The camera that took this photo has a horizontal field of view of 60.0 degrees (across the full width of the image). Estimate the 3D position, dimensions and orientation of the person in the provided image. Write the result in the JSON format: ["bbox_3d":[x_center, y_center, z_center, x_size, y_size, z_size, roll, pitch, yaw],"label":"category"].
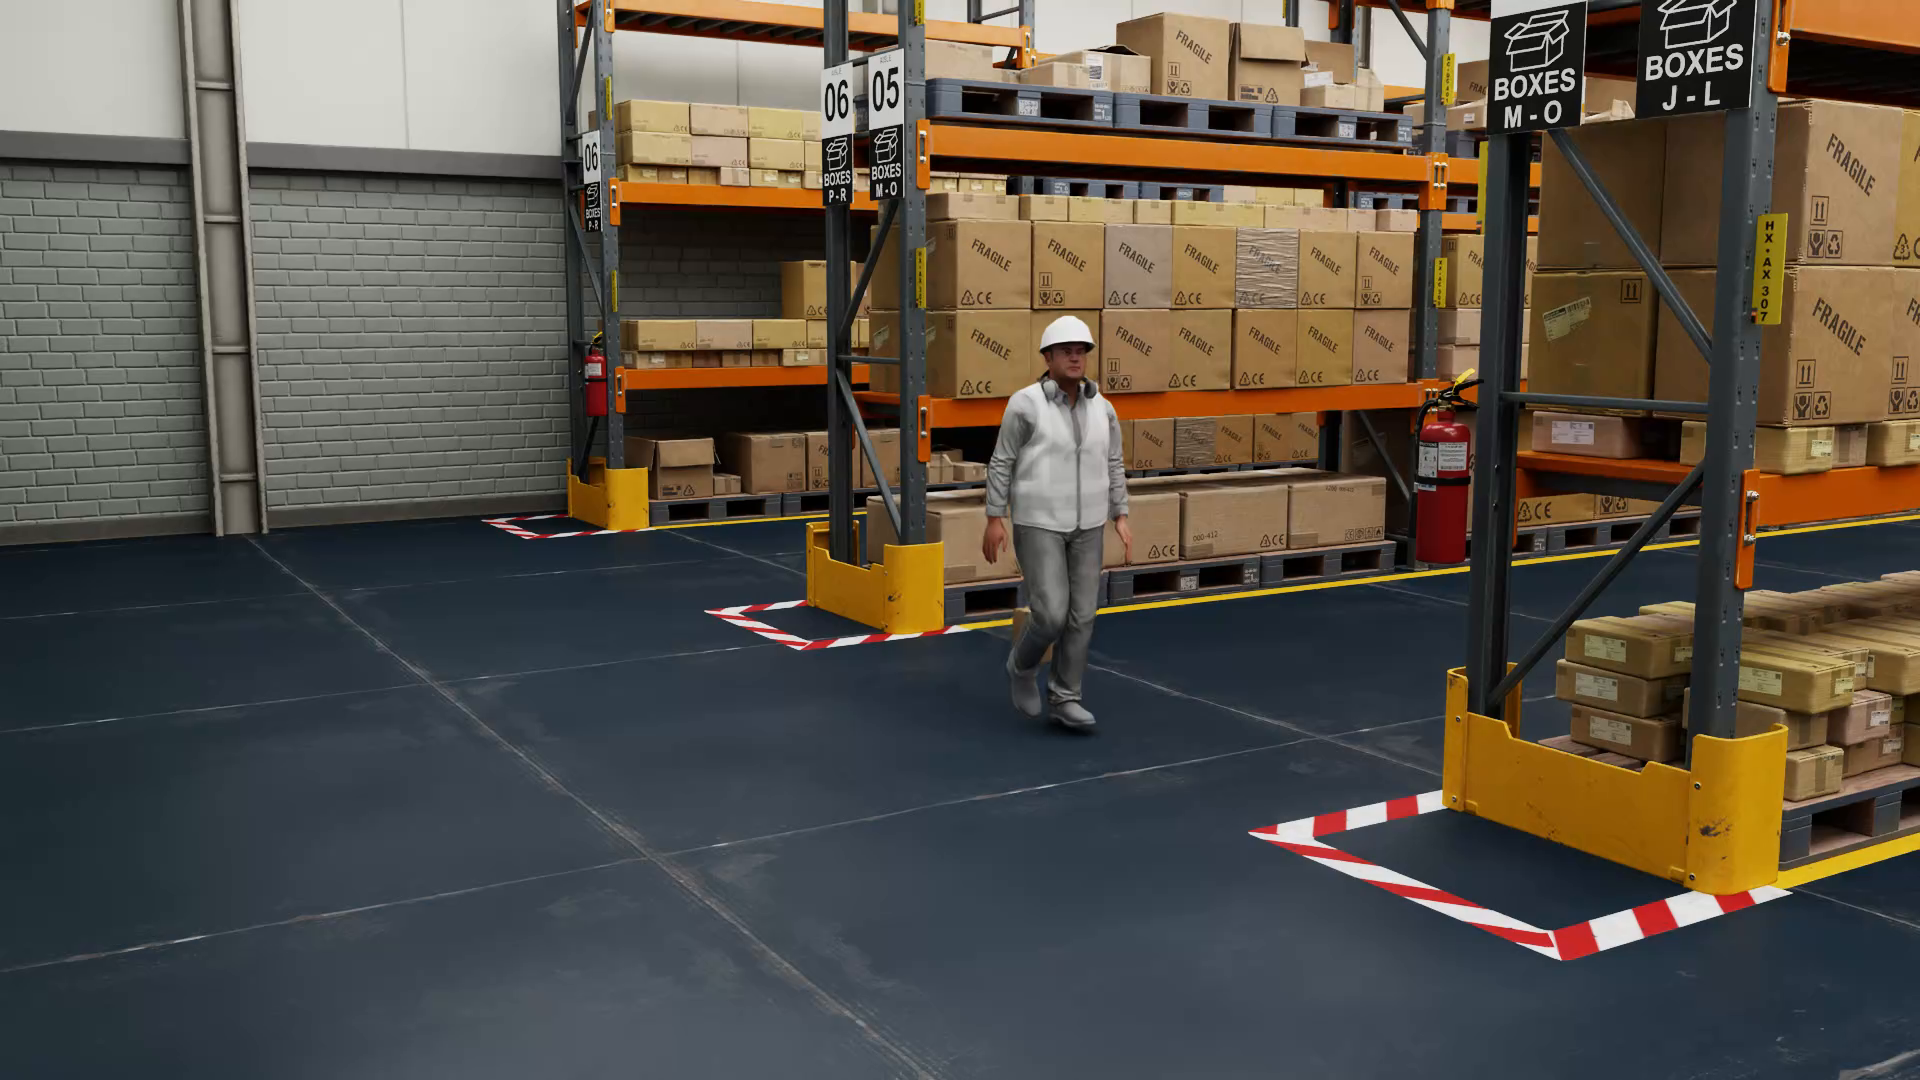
[{"bbox_3d":[0.409,-0.070,7.103,0.604,1.757,0.512,-4,9,-25],"label":"person"}]
